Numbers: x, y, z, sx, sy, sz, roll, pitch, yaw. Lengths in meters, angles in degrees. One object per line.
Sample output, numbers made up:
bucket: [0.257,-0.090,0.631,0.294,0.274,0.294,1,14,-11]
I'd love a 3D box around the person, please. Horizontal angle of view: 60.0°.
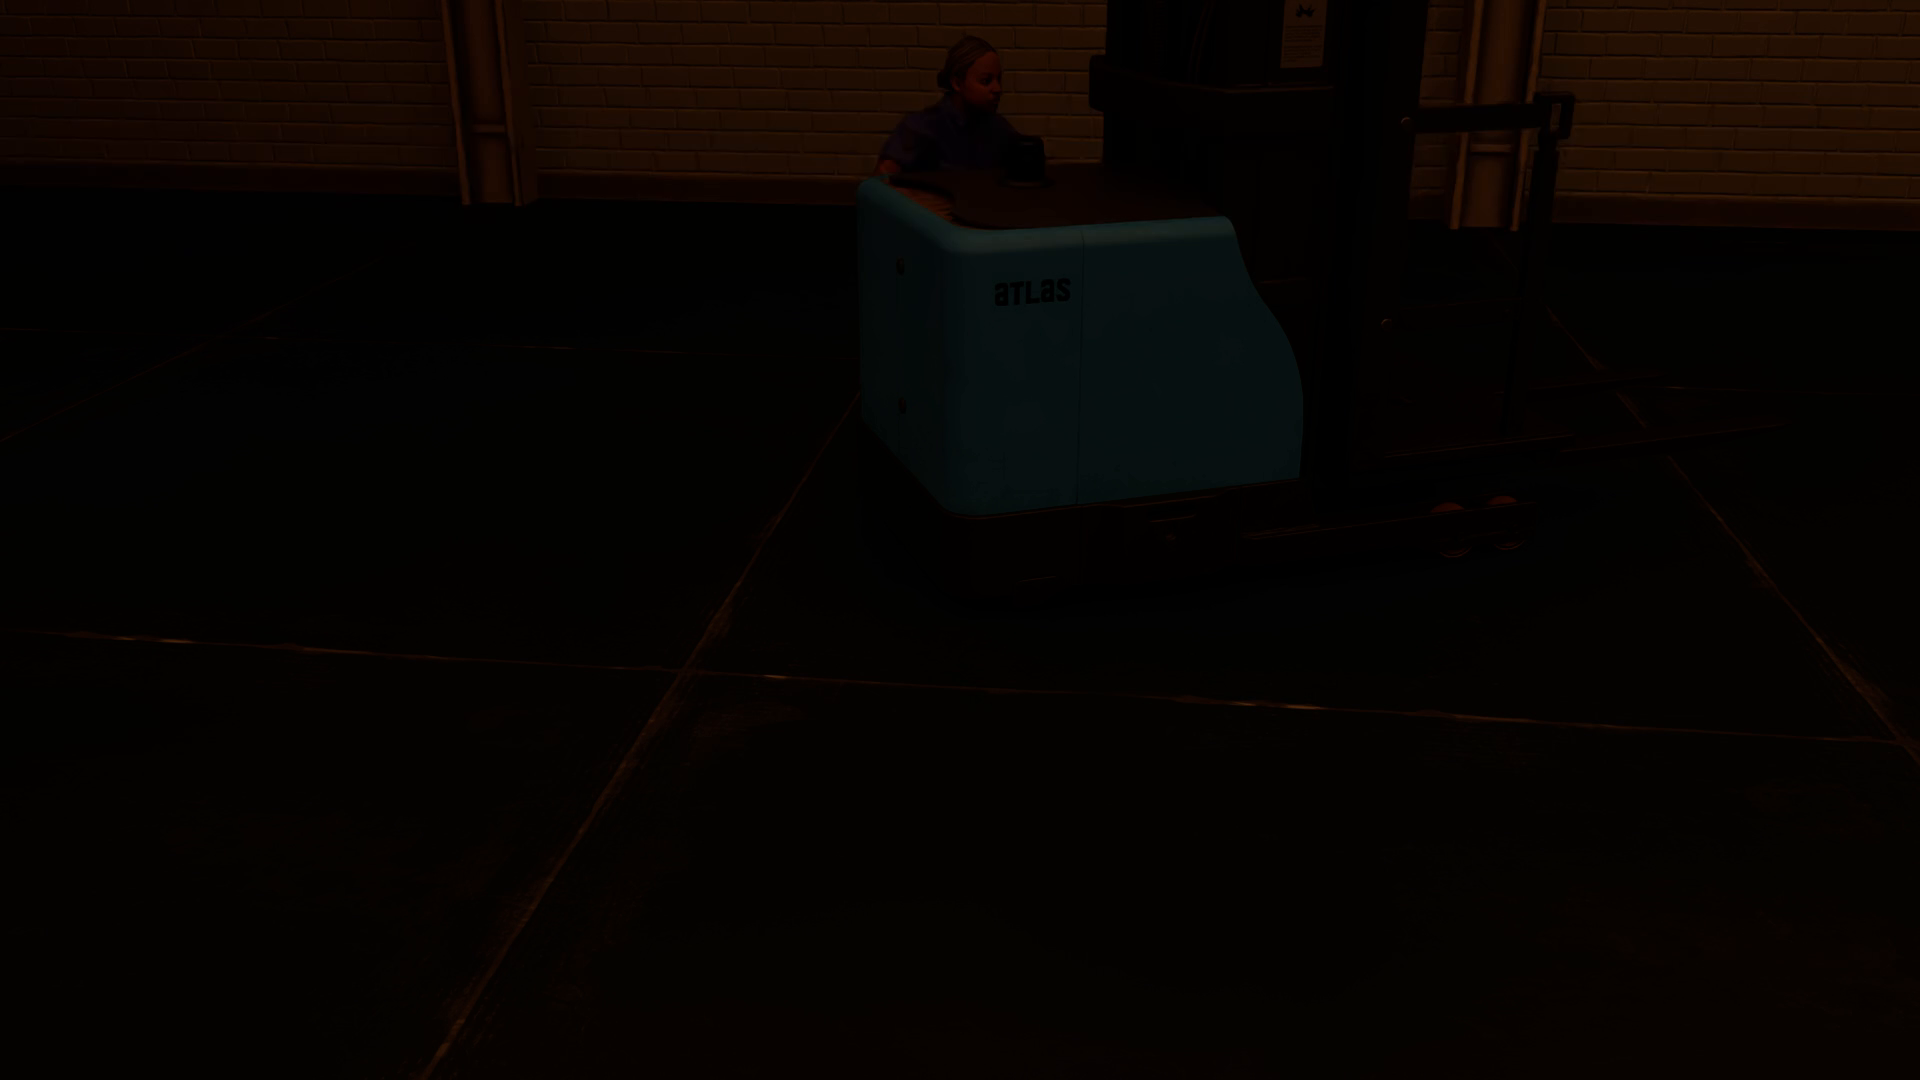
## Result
person: [0.159,-0.906,5.488,0.778,1.429,0.797,15,27,33]

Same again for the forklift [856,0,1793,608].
forklift: [1.245,-1.484,4.938,3.031,2.935,1.130,-7,23,-17]
